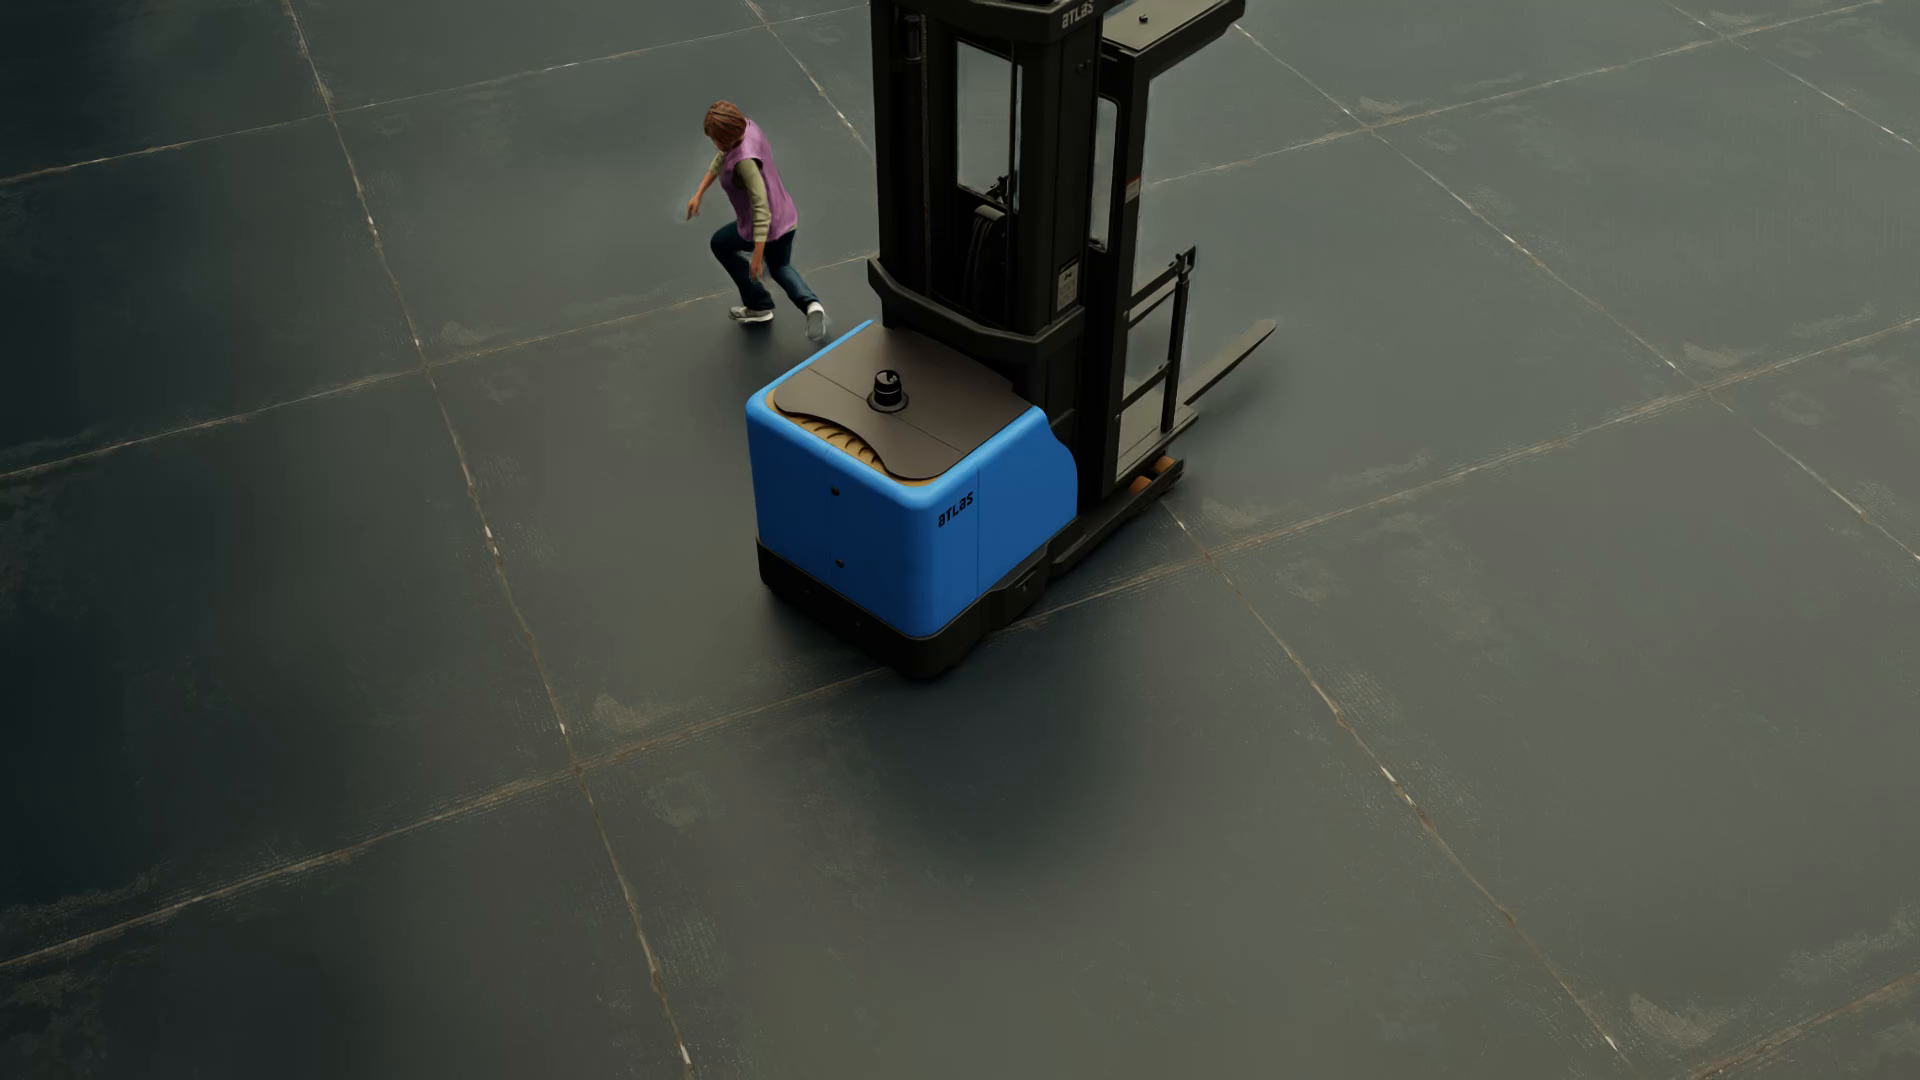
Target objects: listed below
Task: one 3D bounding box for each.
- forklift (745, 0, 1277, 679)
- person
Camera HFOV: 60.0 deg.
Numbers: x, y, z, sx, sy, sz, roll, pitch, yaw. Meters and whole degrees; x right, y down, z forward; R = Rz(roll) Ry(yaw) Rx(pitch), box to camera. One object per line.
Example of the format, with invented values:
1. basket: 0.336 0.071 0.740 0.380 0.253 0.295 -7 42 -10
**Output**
1. forklift: 0.430 -1.415 7.196 1.130 2.935 3.031 30 51 28
2. person: -1.055 -1.628 8.595 0.811 1.385 0.539 21 47 21
